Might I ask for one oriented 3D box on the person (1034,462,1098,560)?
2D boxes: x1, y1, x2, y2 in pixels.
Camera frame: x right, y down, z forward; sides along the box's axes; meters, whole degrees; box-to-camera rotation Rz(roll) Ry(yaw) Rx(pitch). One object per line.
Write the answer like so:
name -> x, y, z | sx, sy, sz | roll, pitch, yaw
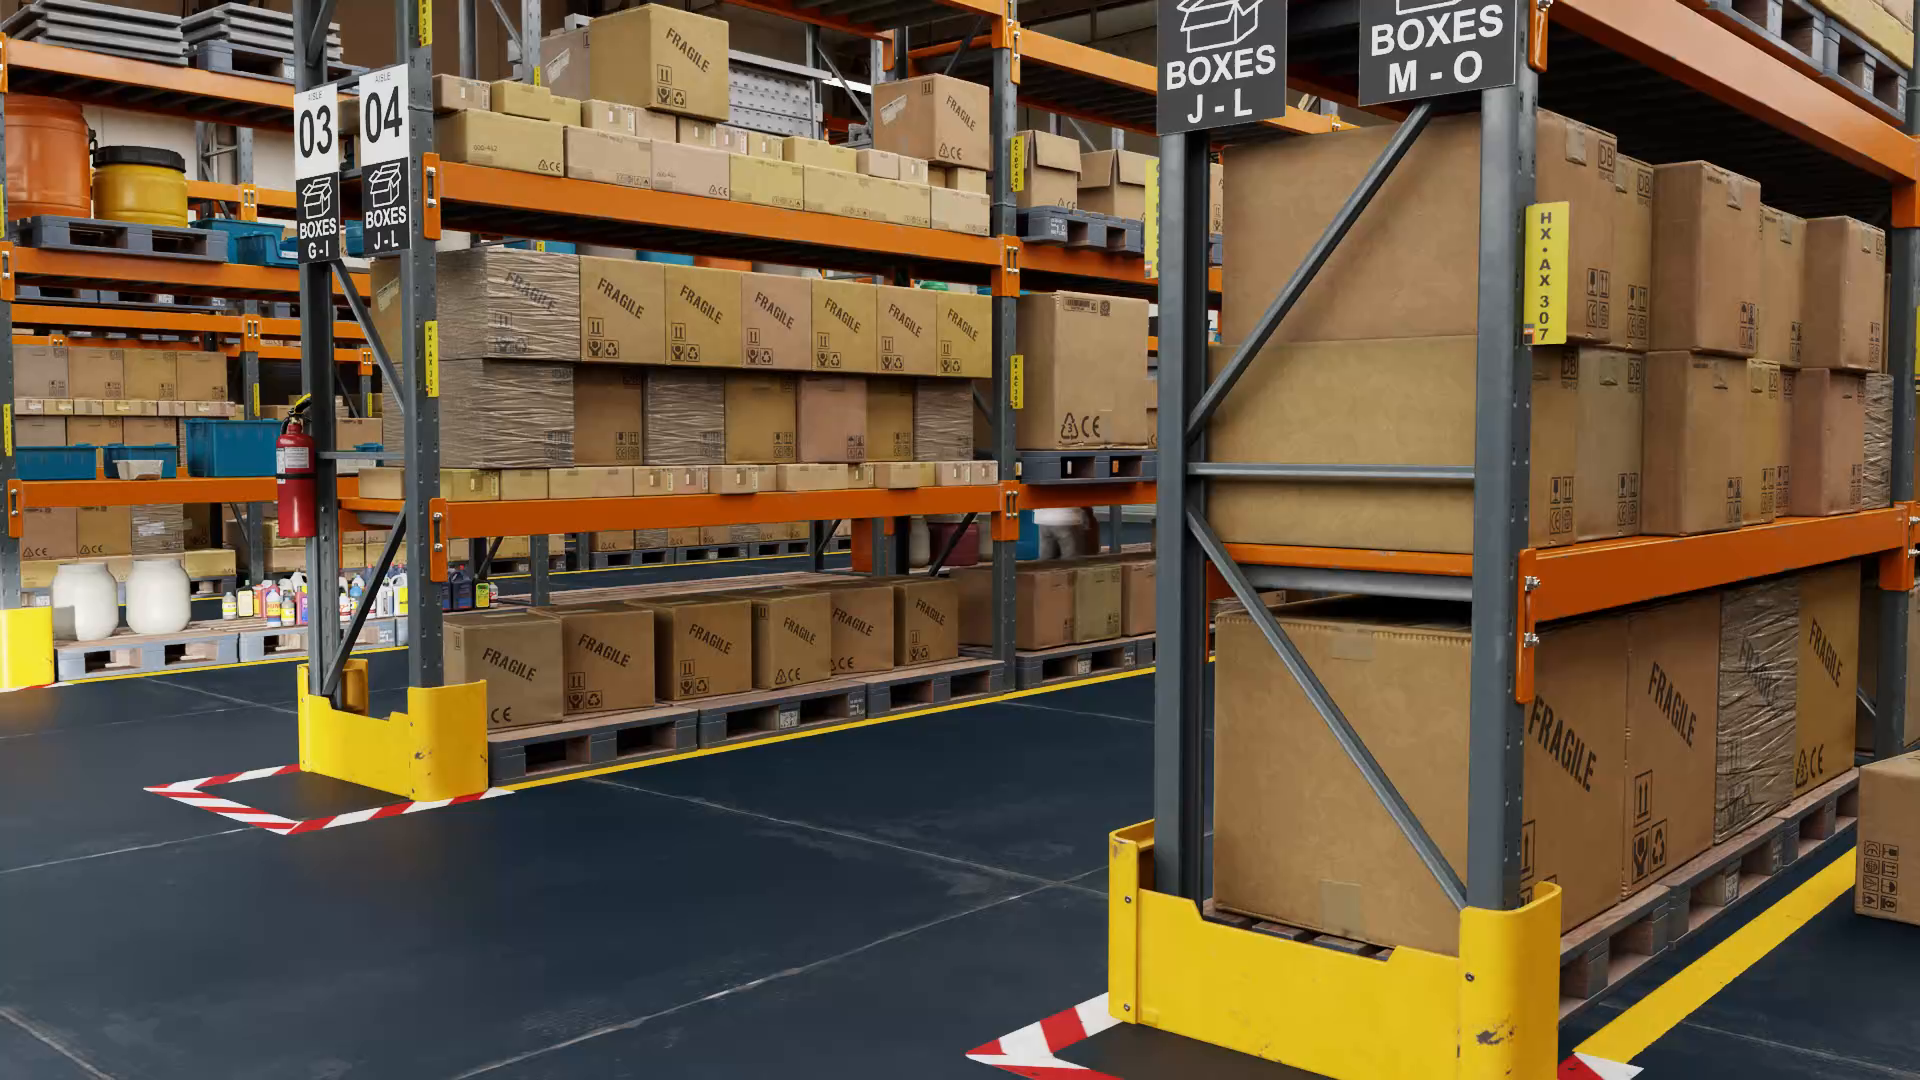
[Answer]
person -> 0.825, -0.128, 13.709 | 0.636, 1.756, 0.434 | 3, 5, 41
